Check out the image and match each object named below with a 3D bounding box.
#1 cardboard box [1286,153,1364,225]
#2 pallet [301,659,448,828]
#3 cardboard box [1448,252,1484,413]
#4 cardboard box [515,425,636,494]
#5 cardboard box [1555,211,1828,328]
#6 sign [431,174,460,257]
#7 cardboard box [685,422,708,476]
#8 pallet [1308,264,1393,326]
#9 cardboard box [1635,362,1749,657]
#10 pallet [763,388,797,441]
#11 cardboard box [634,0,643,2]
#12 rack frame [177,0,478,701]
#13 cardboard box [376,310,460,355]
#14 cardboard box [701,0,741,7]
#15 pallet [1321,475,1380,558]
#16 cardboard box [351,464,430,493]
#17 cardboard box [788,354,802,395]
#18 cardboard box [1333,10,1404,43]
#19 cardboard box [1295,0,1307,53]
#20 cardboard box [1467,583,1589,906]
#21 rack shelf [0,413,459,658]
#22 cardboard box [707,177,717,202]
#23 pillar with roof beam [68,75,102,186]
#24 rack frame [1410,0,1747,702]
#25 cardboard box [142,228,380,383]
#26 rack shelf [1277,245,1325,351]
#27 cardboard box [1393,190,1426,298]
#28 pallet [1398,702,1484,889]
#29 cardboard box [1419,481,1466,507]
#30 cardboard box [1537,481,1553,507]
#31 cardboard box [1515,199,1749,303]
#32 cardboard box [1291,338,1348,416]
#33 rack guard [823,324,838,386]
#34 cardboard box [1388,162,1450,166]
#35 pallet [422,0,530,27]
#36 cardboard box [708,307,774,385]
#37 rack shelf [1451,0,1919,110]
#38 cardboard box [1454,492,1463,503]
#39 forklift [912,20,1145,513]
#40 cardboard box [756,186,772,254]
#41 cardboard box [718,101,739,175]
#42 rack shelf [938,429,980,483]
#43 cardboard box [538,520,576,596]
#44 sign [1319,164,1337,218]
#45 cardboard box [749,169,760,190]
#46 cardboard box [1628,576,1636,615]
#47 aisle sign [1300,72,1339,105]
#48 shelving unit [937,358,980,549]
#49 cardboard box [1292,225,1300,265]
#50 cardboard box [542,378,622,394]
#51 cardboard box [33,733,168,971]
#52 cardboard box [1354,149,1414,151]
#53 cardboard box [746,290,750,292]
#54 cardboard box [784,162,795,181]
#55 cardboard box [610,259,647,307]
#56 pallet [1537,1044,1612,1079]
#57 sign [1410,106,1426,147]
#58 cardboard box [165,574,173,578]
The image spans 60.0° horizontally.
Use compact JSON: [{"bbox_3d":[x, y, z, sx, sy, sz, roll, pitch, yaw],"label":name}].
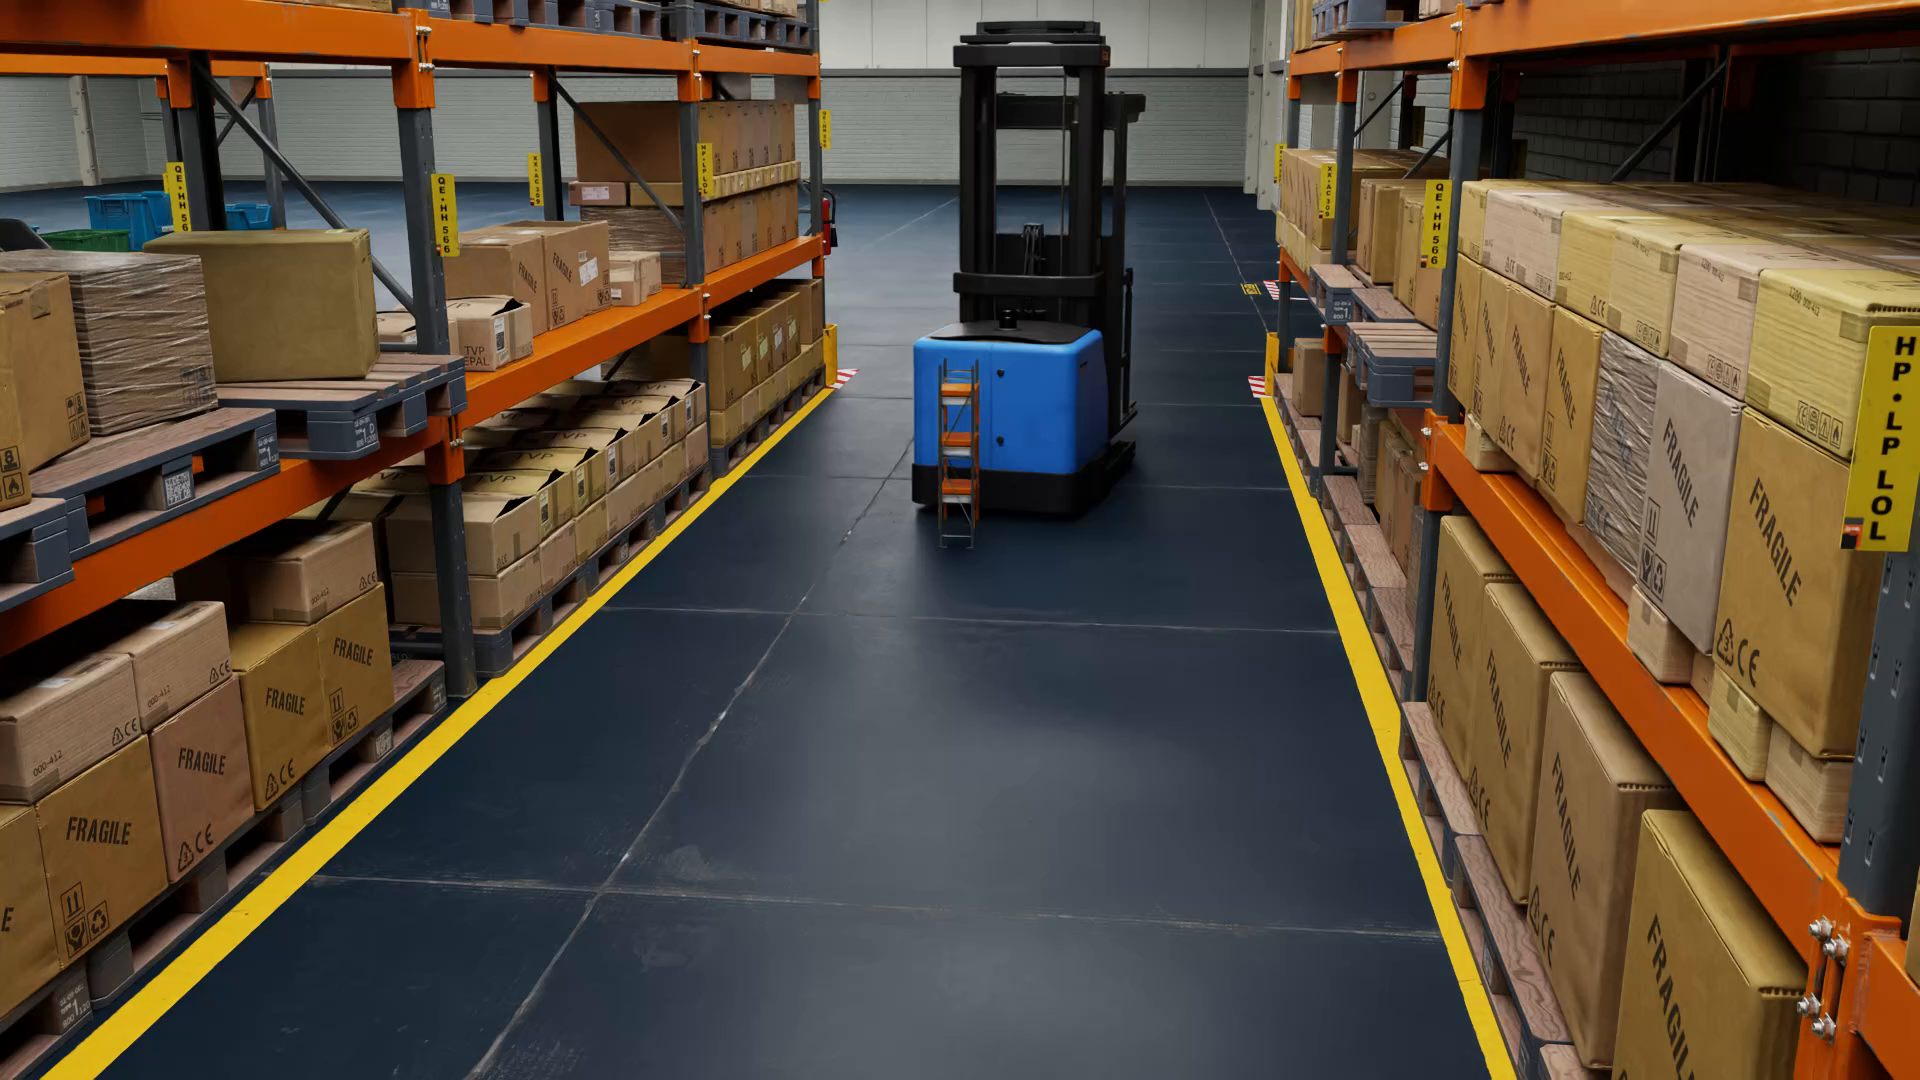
[{"bbox_3d":[2.742,-2.643,12.501,0.500,0.500,0.500,1,15,4],"label":"cardboard box"},{"bbox_3d":[-2.722,0.749,6.489,1.003,0.211,1.213,2,15,6],"label":"pallet"},{"bbox_3d":[2.013,-0.728,5.809,0.500,0.500,0.500,2,15,8],"label":"cardboard box"},{"bbox_3d":[-2.081,-0.465,9.026,0.500,0.311,0.500,2,15,6],"label":"cardboard box"},{"bbox_3d":[1.851,-0.697,4.256,0.500,0.250,0.500,1,15,5],"label":"cardboard box"},{"bbox_3d":[-2.060,-1.297,6.647,0.100,0.325,0.005,2,15,6],"label":"sign"},{"bbox_3d":[-1.908,-0.587,10.549,0.500,0.250,0.500,2,15,6],"label":"cardboard box"},{"bbox_3d":[2.543,-1.396,9.446,1.003,0.211,1.213,2,15,6],"label":"pallet"},{"bbox_3d":[1.720,-0.069,3.371,0.500,0.500,0.500,2,15,7],"label":"cardboard box"},{"bbox_3d":[-1.882,-1.004,12.970,1.003,0.211,1.213,2,15,6],"label":"pallet"},{"bbox_3d":[-2.284,-3.745,11.429,0.380,0.149,0.250,2,15,6],"label":"cardboard box"},{"bbox_3d":[-2.600,-0.790,6.837,1.000,3.000,0.127,2,15,6],"label":"rack frame"},{"bbox_3d":[-2.516,-0.840,7.193,0.500,0.311,0.500,3,15,10],"label":"cardboard box"},{"bbox_3d":[-1.769,-3.766,11.193,0.500,0.311,0.500,1,15,3],"label":"cardboard box"},{"bbox_3d":[2.687,-0.135,9.755,1.003,0.211,1.213,2,15,6],"label":"pallet"},{"bbox_3d":[-2.734,-0.214,8.097,0.500,0.311,0.500,1,15,5],"label":"cardboard box"},{"bbox_3d":[-1.564,-1.333,13.308,0.500,0.250,0.500,2,15,6],"label":"cardboard box"},{"bbox_3d":[2.585,-3.327,10.245,0.500,0.500,0.500,2,15,8],"label":"cardboard box"},{"bbox_3d":[2.843,-4.008,12.763,0.500,0.500,0.500,3,15,10],"label":"cardboard box"},{"bbox_3d":[2.004,0.604,4.997,0.750,0.750,0.750,2,15,6],"label":"cardboard box"},{"bbox_3d":[-2.826,0.076,5.013,1.077,0.370,4.000,2,15,6],"label":"rack shelf"},{"bbox_3d":[-1.871,-2.385,11.302,0.380,0.149,0.250,1,15,5],"label":"cardboard box"},{"bbox_3d":[-19.631,-13.991,44.163,9.100,9.000,0.400,2,15,6],"label":"pillar with roof beam"},{"bbox_3d":[2.322,-0.645,6.301,1.000,3.000,0.127,2,15,6],"label":"rack frame"},{"bbox_3d":[-2.559,-0.874,6.153,0.700,0.500,0.500,-3,16,-13],"label":"cardboard box"},{"bbox_3d":[2.999,-1.854,12.150,1.077,0.370,4.000,2,15,6],"label":"rack shelf"},{"bbox_3d":[2.569,-1.496,8.413,0.700,0.500,0.500,4,16,14],"label":"cardboard box"},{"bbox_3d":[2.158,0.903,5.917,1.003,0.211,1.213,2,15,6],"label":"pallet"},{"bbox_3d":[2.525,0.031,7.748,0.700,0.500,0.500,2,15,6],"label":"cardboard box"},{"bbox_3d":[1.977,-0.187,5.050,0.380,0.149,0.250,2,15,7],"label":"cardboard box"},{"bbox_3d":[1.902,-0.829,4.746,0.500,0.250,0.500,2,15,7],"label":"cardboard box"},{"bbox_3d":[2.861,-1.212,12.345,0.700,0.500,0.500,1,15,3],"label":"cardboard box"},{"bbox_3d":[-1.695,-1.665,14.860,1.175,0.500,0.348,2,15,6],"label":"rack guard"},{"bbox_3d":[3.096,-2.232,10.981,0.500,0.500,0.500,2,15,6],"label":"cardboard box"},{"bbox_3d":[-2.613,-2.326,7.131,1.213,0.211,1.003,2,15,9],"label":"pallet"},{"bbox_3d":[-1.673,-1.435,12.250,0.500,0.500,0.500,2,15,6],"label":"cardboard box"},{"bbox_3d":[2.096,-1.227,4.086,1.077,0.370,4.000,2,15,6],"label":"rack shelf"},{"bbox_3d":[2.478,-0.347,7.709,0.500,0.250,0.500,2,15,7],"label":"cardboard box"},{"bbox_3d":[0.602,-1.916,11.132,1.130,2.935,3.031,4,16,15],"label":"forklift"},{"bbox_3d":[-1.879,-2.528,13.072,0.700,0.500,0.500,2,15,7],"label":"cardboard box"},{"bbox_3d":[-1.992,-2.878,11.883,0.700,0.500,0.500,2,15,6],"label":"cardboard box"},{"bbox_3d":[-0.006,-0.483,9.476,0.215,0.259,0.240,2,15,6],"label":"rack shelf"},{"bbox_3d":[-2.194,0.077,8.094,0.500,0.250,0.500,1,15,5],"label":"cardboard box"},{"bbox_3d":[2.234,-2.114,10.077,0.100,0.325,0.005,2,15,6],"label":"sign"},{"bbox_3d":[-1.724,-2.719,12.538,0.380,0.149,0.250,1,15,5],"label":"cardboard box"},{"bbox_3d":[1.772,0.144,3.825,0.380,0.149,0.250,2,15,6],"label":"cardboard box"},{"bbox_3d":[2.935,-4.002,13.737,0.394,0.787,0.004,2,15,6],"label":"aisle sign"},{"bbox_3d":[-0.006,-0.493,9.474,0.215,1.050,0.252,2,15,6],"label":"shelving unit"},{"bbox_3d":[2.687,-2.142,12.086,0.500,0.250,0.500,2,15,7],"label":"cardboard box"},{"bbox_3d":[-2.443,-0.874,10.536,0.500,0.311,0.500,2,15,6],"label":"cardboard box"},{"bbox_3d":[-2.642,0.855,4.698,0.500,0.500,0.500,2,15,7],"label":"cardboard box"},{"bbox_3d":[3.383,-2.891,13.419,0.500,0.500,0.500,2,15,6],"label":"cardboard box"},{"bbox_3d":[-2.034,-1.840,13.747,0.500,0.500,0.500,2,15,6],"label":"cardboard box"},{"bbox_3d":[-1.580,-3.054,13.775,0.380,0.149,0.250,2,15,8],"label":"cardboard box"},{"bbox_3d":[-2.066,-1.529,9.828,0.396,0.266,0.258,1,15,5],"label":"cardboard box"},{"bbox_3d":[1.883,1.536,3.577,1.003,0.211,1.213,2,15,6],"label":"pallet"},{"bbox_3d":[3.774,-3.410,13.703,0.100,0.325,0.005,2,15,6],"label":"sign"},{"bbox_3d":[-2.936,0.314,6.701,0.500,0.500,0.500,2,15,9],"label":"cardboard box"}]
